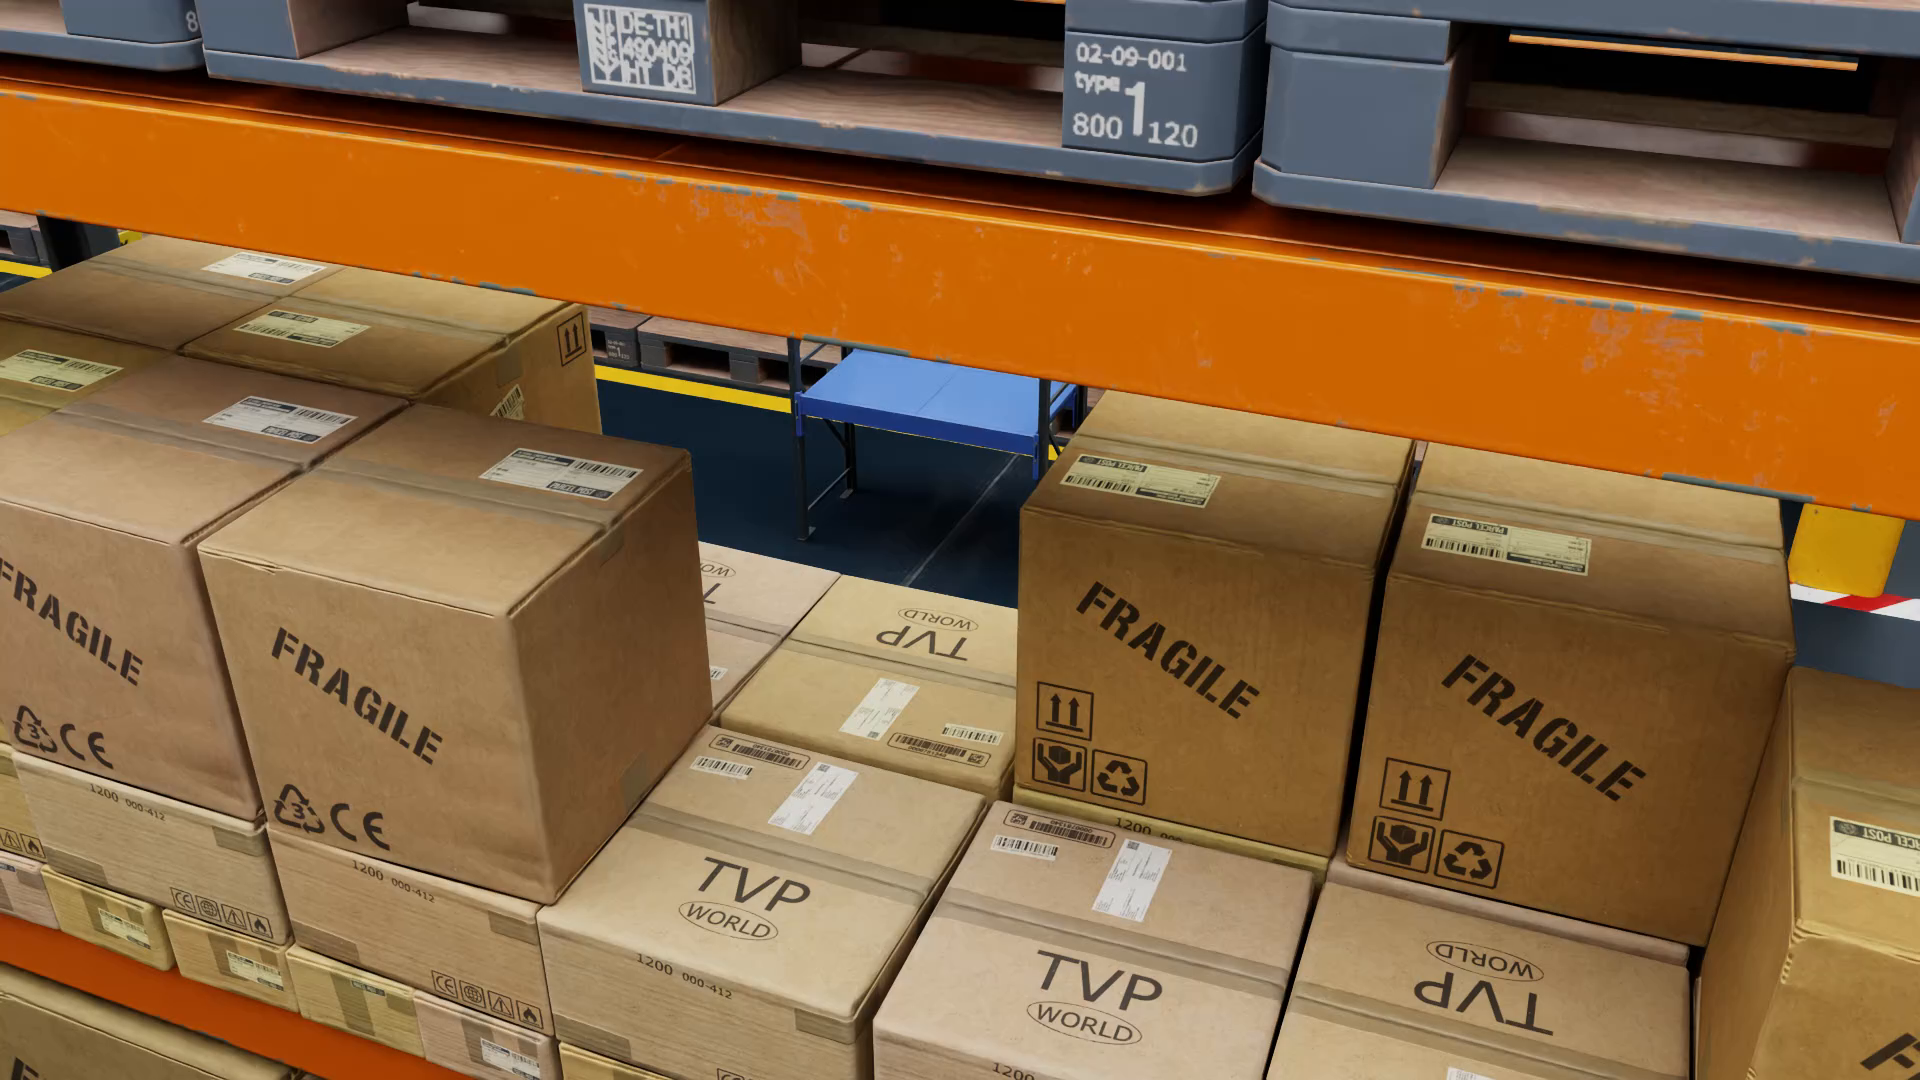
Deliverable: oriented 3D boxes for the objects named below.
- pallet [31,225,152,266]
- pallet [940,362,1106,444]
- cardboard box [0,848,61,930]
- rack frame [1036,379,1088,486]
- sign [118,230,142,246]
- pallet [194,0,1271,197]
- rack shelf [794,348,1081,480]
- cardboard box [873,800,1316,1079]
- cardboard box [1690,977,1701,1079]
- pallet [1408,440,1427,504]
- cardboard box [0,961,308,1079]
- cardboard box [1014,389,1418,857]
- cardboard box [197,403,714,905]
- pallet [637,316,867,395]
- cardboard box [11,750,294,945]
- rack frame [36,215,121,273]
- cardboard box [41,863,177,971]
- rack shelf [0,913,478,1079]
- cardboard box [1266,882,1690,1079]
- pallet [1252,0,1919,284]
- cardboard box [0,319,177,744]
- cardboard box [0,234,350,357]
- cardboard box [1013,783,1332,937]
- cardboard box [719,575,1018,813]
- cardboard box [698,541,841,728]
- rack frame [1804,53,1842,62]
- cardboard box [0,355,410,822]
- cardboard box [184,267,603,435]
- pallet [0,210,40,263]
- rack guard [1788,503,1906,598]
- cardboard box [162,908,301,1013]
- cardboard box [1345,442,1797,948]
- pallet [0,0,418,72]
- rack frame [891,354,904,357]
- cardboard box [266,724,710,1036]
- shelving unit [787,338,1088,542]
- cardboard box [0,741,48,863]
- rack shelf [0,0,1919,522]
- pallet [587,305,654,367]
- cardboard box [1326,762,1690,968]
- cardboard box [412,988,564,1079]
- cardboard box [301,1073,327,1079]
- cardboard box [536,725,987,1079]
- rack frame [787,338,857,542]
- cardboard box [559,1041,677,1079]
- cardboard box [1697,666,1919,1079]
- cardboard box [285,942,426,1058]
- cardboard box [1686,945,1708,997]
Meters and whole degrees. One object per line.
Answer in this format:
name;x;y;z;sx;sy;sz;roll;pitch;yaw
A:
pallet;-4.561;-1.798;9.717;1.213;0.211;1.003;11;31;19
pallet;0.545;-0.779;7.913;1.213;0.211;1.003;11;31;19
cardboard box;-1.621;0.512;3.052;0.250;0.149;0.380;10;31;17
rack frame;0.392;-0.575;6.242;0.032;1.500;0.500;11;31;19
sign;-1.806;-0.517;3.657;0.005;0.325;0.100;11;31;19
pallet;-0.132;-0.737;2.048;1.213;0.211;1.003;11;31;19
rack shelf;-0.079;-0.512;6.497;1.000;0.185;0.538;11;31;19
cardboard box;0.203;0.666;2.373;0.500;0.250;0.500;10;31;17
cardboard box;1.145;0.854;2.040;0.500;0.250;0.500;11;31;18
pallet;1.680;-0.554;7.515;1.213;0.211;1.003;11;31;19
cardboard box;-1.431;1.048;3.580;0.875;0.875;0.875;11;31;19
cardboard box;0.405;0.099;2.614;0.500;0.500;0.500;10;31;18
cardboard box;-0.728;0.151;2.523;0.500;0.500;0.500;10;31;18
pallet;-0.850;-1.059;8.409;1.213;0.211;1.003;11;31;19
cardboard box;-1.217;0.384;2.873;0.500;0.250;0.500;11;31;19
rack frame;-2.013;0.147;3.441;0.127;3.000;1.000;11;31;19
cardboard box;-1.376;0.560;2.966;0.250;0.149;0.380;12;32;21
rack shelf;-0.160;0.830;2.964;4.000;0.370;1.077;11;31;19
cardboard box;0.675;0.760;2.207;0.500;0.250;0.500;11;31;18
pallet;1.002;-0.512;1.650;1.213;0.211;1.003;11;31;19
cardboard box;-1.665;-0.038;2.857;0.500;0.500;0.500;11;31;19
cardboard box;-1.486;-0.280;3.286;0.500;0.500;0.500;12;32;21
cardboard box;0.402;0.423;2.803;0.500;0.250;0.500;10;31;17
cardboard box;-0.084;0.329;2.969;0.500;0.250;0.500;11;31;18
cardboard box;-0.552;0.234;3.138;0.500;0.250;0.500;12;32;20
rack frame;5.422;-3.629;10.122;0.127;3.000;1.000;11;31;19
cardboard box;-1.212;0.056;2.690;0.500;0.500;0.500;11;31;19
cardboard box;-1.024;-0.186;3.118;0.500;0.500;0.500;12;31;20
pallet;-5.687;-2.025;10.117;1.213;0.211;1.003;11;31;19
rack guard;3.583;-0.284;6.745;0.348;0.500;1.175;11;31;19
cardboard box;-1.132;0.608;2.881;0.250;0.149;0.380;10;31;18
cardboard box;0.887;0.192;2.450;0.500;0.500;0.500;11;31;18
pallet;-1.259;-0.964;2.449;1.213;0.211;1.003;11;31;19
rack frame;-0.151;-2.111;7.437;0.127;3.000;1.000;11;31;19
cardboard box;-0.735;0.477;2.708;0.500;0.250;0.500;12;32;20
shelving unit;-0.079;-0.669;6.409;1.048;1.500;0.538;11;31;19
cardboard box;-1.676;0.289;3.040;0.500;0.250;0.500;11;31;18
rack shelf;-0.160;-0.475;2.225;4.000;0.370;1.077;11;31;19
pallet;-1.985;-1.284;8.807;1.213;0.211;1.003;11;31;19
cardboard box;0.866;0.518;2.635;0.500;0.250;0.500;11;31;19
cardboard box;-0.663;0.703;2.714;0.250;0.149;0.380;12;32;20
cardboard box;-0.598;1.214;3.285;0.875;0.875;0.875;11;31;19
cardboard box;-0.281;0.572;2.540;0.500;0.250;0.500;11;31;19
rack frame;-0.550;-0.763;6.575;0.032;1.500;0.500;11;31;19
cardboard box;-0.419;0.751;2.629;0.250;0.149;0.380;10;31;18
cardboard box;1.143;0.526;1.859;0.500;0.500;0.500;12;32;20
cardboard box;-0.895;0.655;2.798;0.250;0.149;0.380;11;31;18
cardboard box;1.350;0.611;2.470;0.500;0.250;0.500;10;31;18
